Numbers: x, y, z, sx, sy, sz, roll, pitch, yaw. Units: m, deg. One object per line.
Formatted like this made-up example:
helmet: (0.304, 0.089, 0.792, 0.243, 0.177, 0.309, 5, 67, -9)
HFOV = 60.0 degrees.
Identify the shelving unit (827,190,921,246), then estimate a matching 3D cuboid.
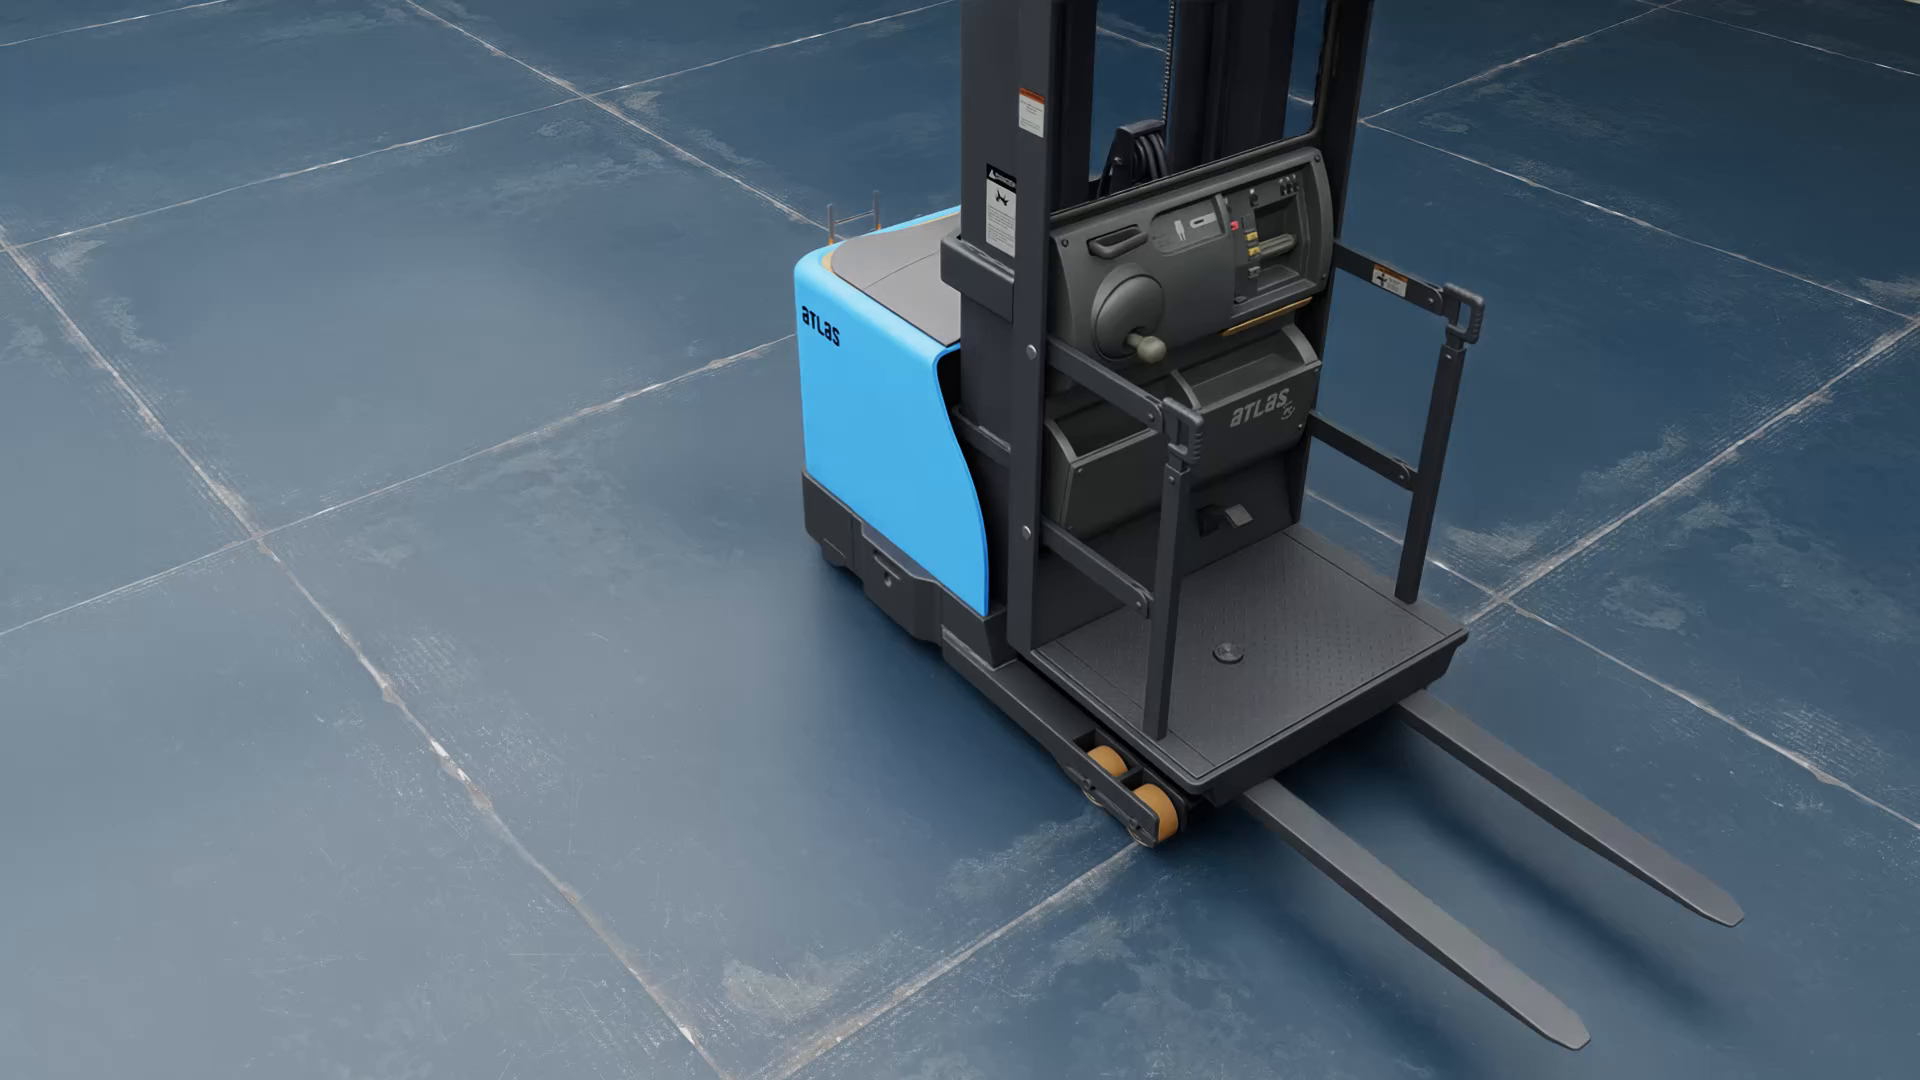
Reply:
shelving unit: (-0.283, -0.656, 5.768, 0.215, 1.050, 0.252, -23, 41, -29)

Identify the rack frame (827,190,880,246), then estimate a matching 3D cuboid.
rack frame: (-0.356, -0.712, 5.848, 0.200, 1.050, 0.008, -23, 41, -29)

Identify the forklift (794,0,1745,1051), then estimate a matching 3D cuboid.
forklift: (0.751, -0.681, 4.176, 1.130, 2.935, 3.031, -23, 41, -29)

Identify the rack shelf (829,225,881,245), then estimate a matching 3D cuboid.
rack shelf: (-0.283, -0.879, 5.610, 0.215, 0.259, 0.240, -23, 41, -29)

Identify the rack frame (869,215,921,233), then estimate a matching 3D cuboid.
rack frame: (-0.210, -0.599, 5.688, 0.200, 1.050, 0.008, -23, 41, -29)
